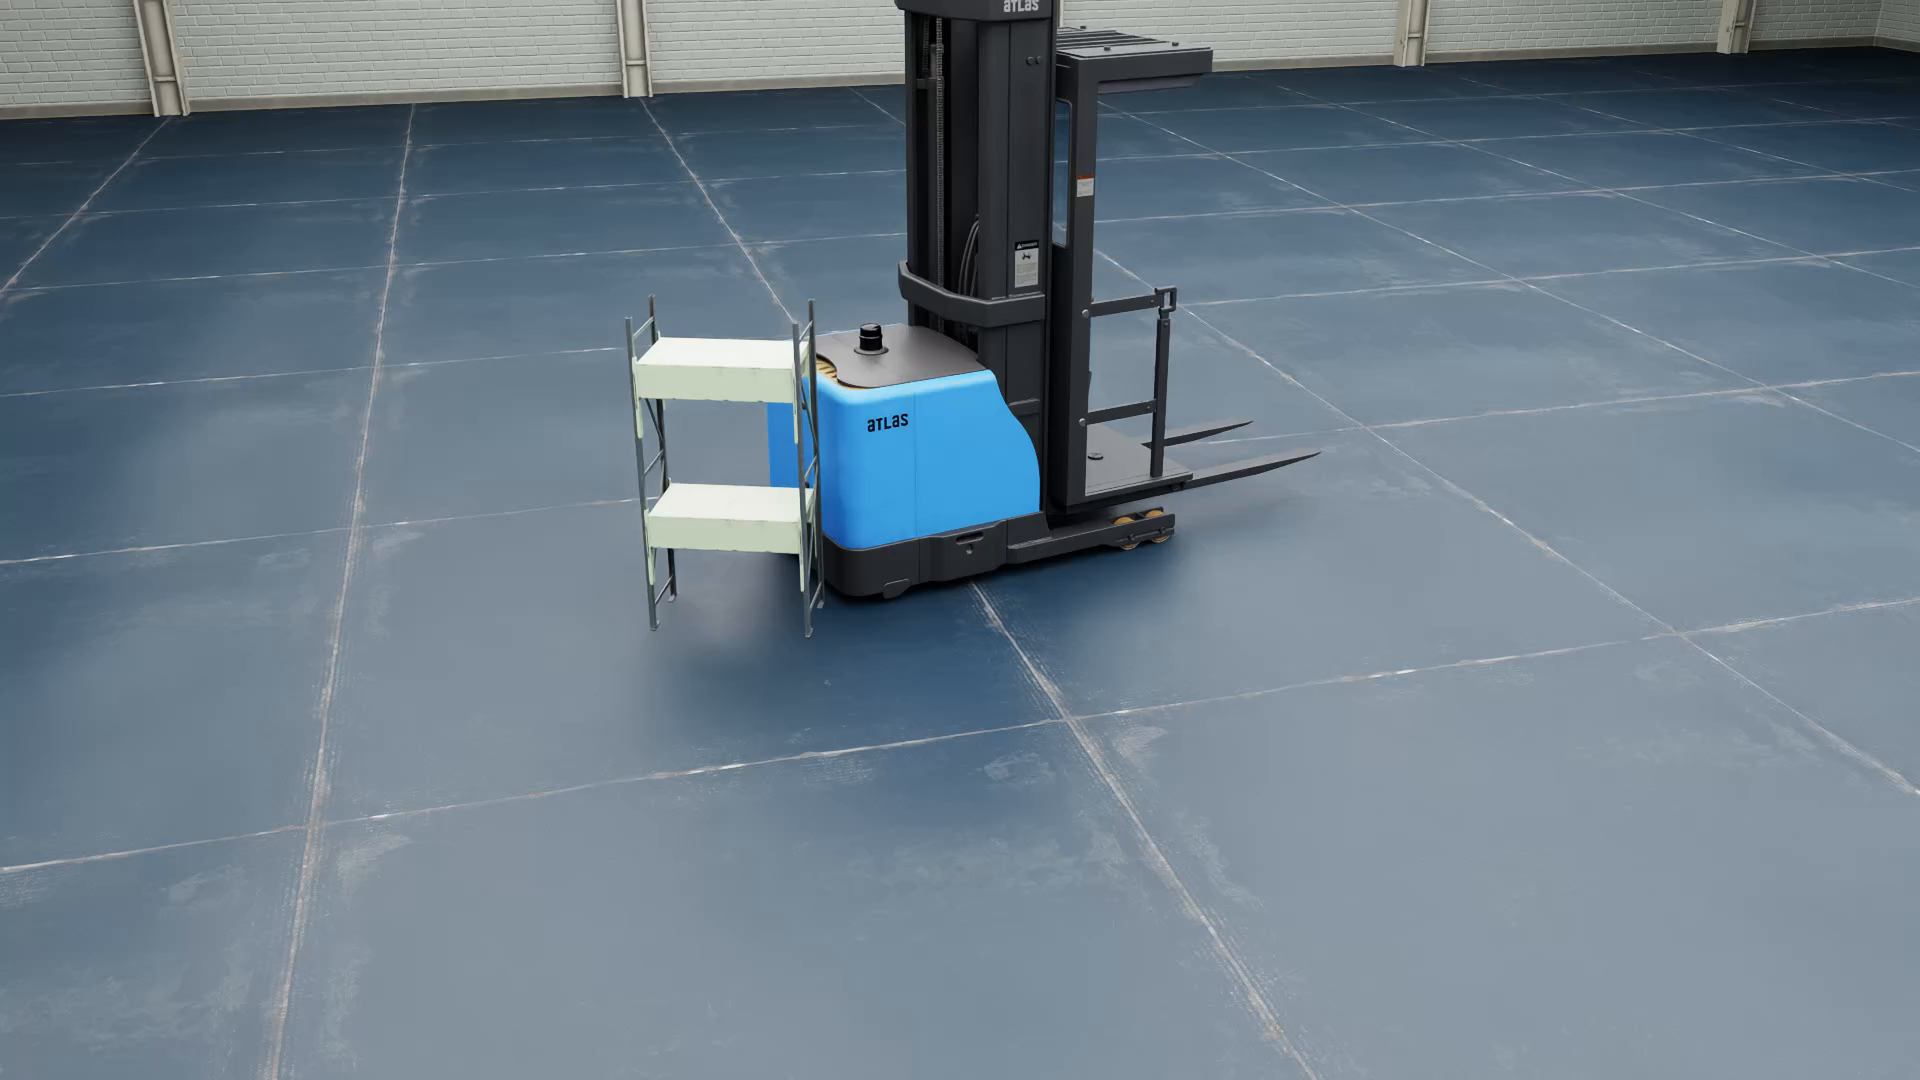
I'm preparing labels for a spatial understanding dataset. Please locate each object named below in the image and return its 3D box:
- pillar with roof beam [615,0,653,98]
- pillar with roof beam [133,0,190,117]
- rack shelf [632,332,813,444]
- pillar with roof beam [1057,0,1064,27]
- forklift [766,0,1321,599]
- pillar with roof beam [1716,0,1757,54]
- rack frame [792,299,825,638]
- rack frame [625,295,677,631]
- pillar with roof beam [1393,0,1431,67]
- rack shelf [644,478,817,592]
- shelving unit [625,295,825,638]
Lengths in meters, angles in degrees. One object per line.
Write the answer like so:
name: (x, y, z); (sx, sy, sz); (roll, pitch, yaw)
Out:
pillar with roof beam: (-3.336, -8.699, 17.612); (0.400, 9.000, 9.100); (-6, 24, -14)
pillar with roof beam: (-9.113, -8.060, 16.123); (0.400, 9.000, 9.100); (-6, 24, -14)
rack shelf: (-1.050, -0.688, 7.461); (0.720, 0.370, 0.431); (2, 23, 5)
pillar with roof beam: (2.441, -9.338, 19.102); (0.400, 9.000, 9.100); (-6, 24, -14)
forklift: (0.545, -1.465, 8.448); (3.031, 2.935, 1.130); (-12, 26, -26)
pillar with roof beam: (13.995, -10.617, 22.080); (0.400, 9.000, 9.100); (-6, 24, -14)
rack frame: (-0.686, -0.314, 7.580); (0.023, 1.500, 0.400); (2, 23, 5)
rack frame: (-1.414, -0.344, 7.649); (0.023, 1.500, 0.400); (2, 23, 5)
pillar with roof beam: (8.218, -9.978, 20.591); (0.400, 9.000, 9.100); (-6, 24, -14)
rack shelf: (-1.050, -0.029, 7.743); (0.720, 0.370, 0.431); (2, 23, 5)
shelving unit: (-1.050, -0.329, 7.615); (0.755, 1.500, 0.431); (2, 23, 5)
